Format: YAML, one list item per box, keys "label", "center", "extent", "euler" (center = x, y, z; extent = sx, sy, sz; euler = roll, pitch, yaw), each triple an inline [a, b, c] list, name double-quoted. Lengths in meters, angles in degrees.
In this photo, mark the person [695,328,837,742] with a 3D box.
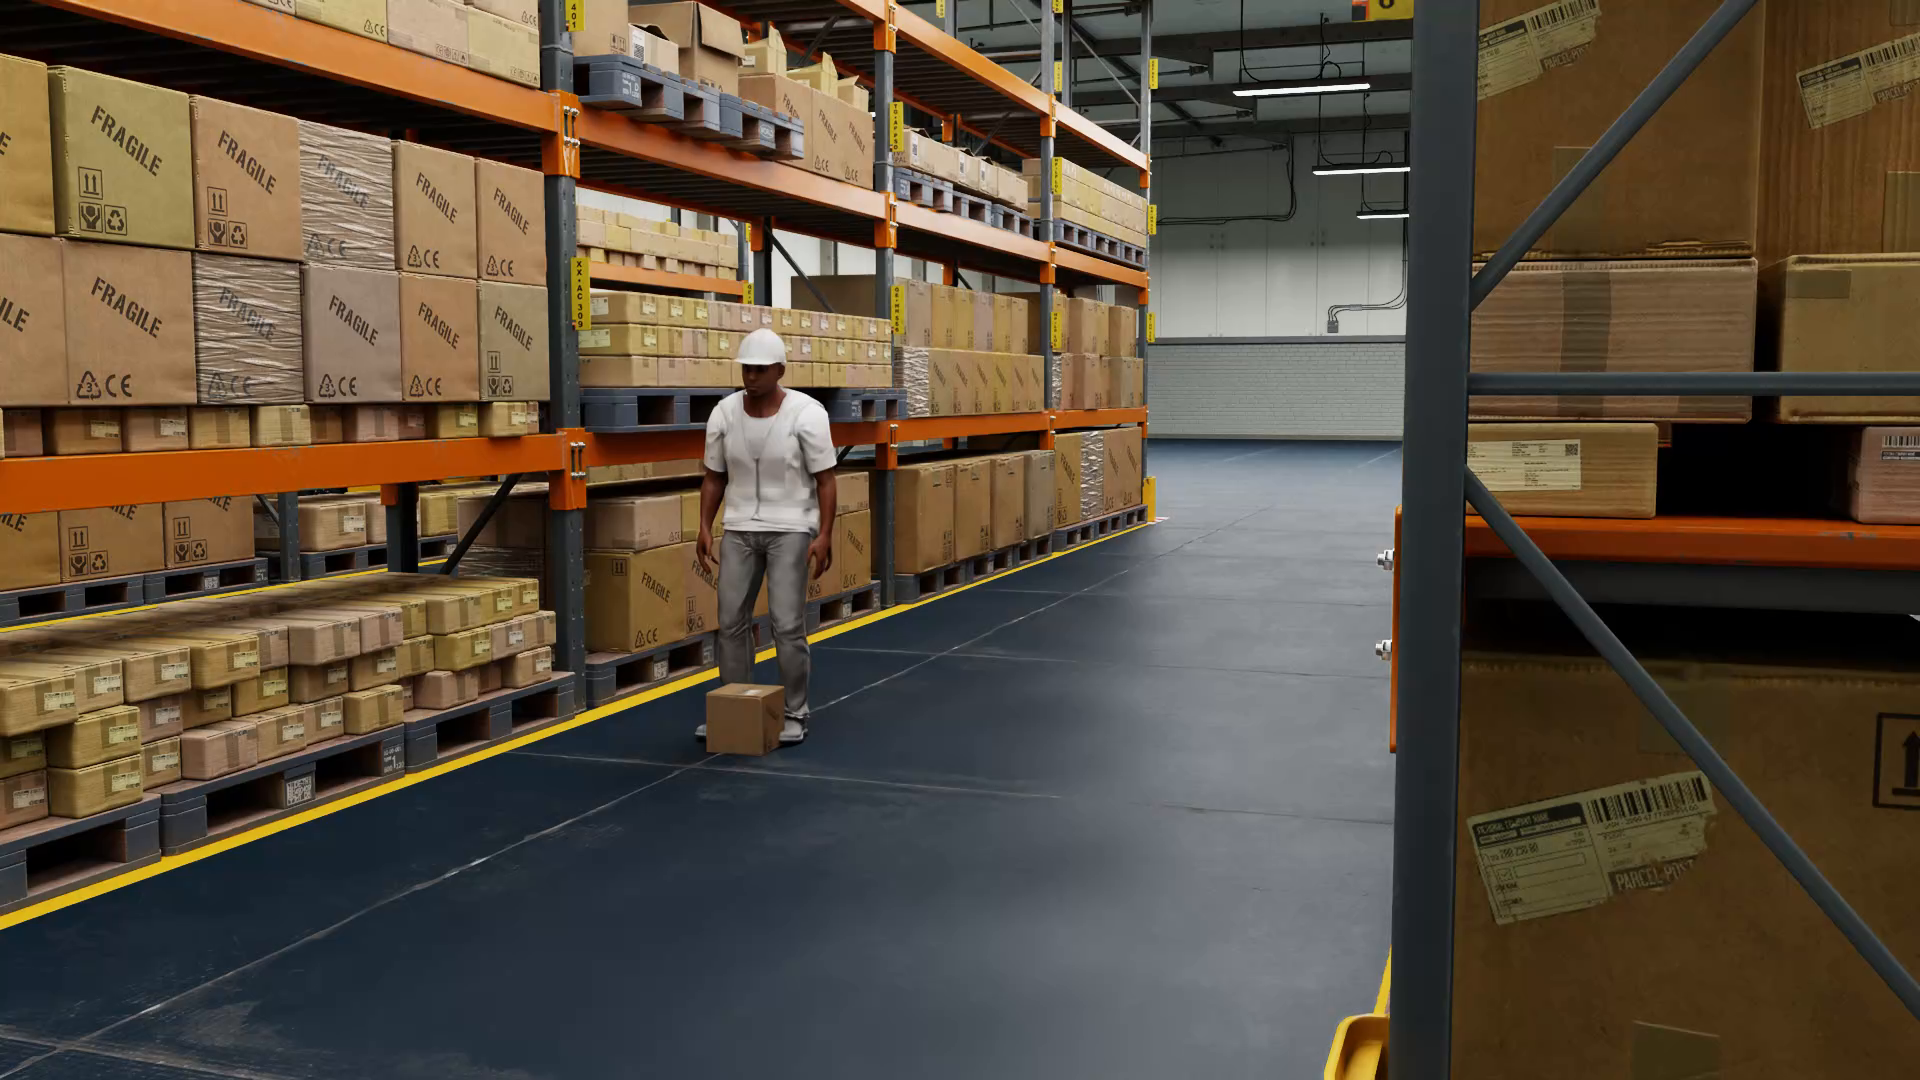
- label: "person"
  center: [-0.836, -0.019, 7.121]
  extent: [0.621, 1.759, 0.461]
  euler: [2, 5, 16]
